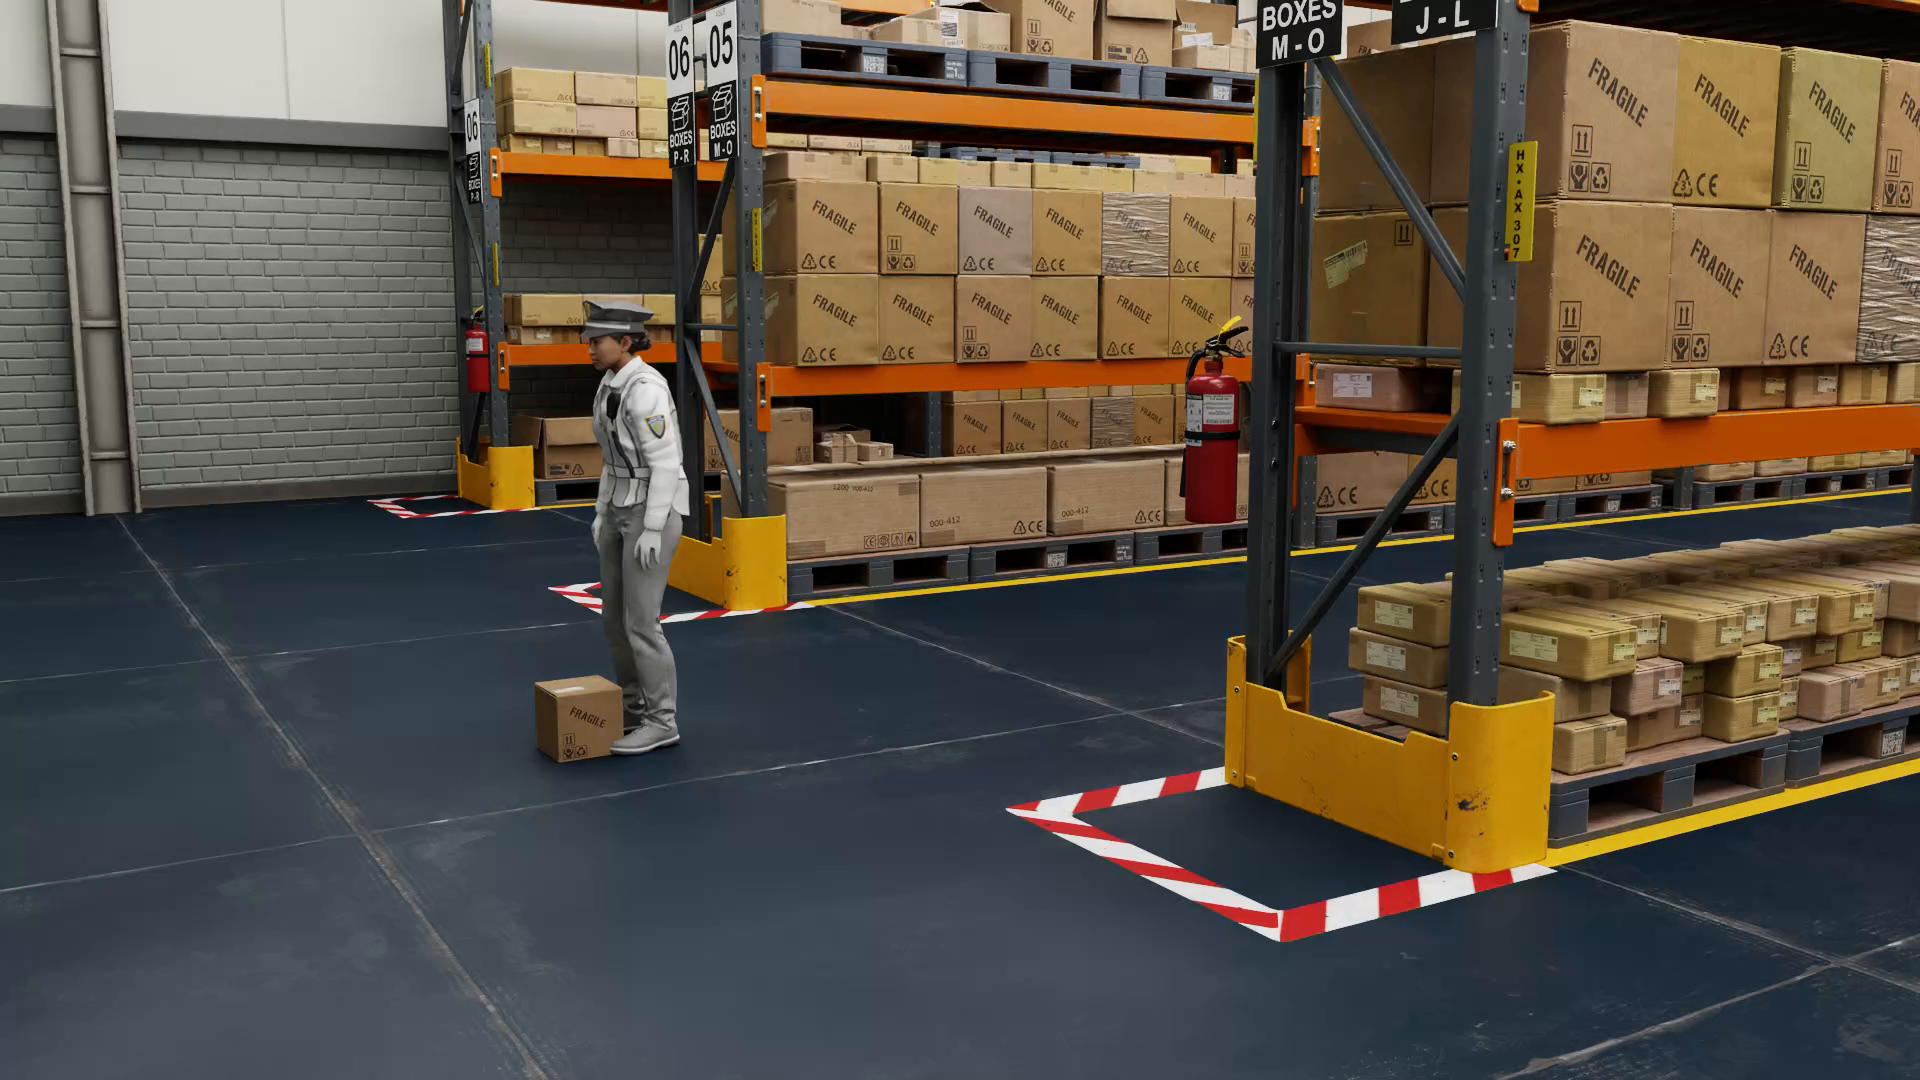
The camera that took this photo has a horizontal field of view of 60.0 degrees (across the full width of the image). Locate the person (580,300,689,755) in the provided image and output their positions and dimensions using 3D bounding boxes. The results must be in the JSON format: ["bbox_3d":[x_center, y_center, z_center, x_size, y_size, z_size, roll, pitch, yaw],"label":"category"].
[{"bbox_3d":[-1.214,-0.055,6.197,0.376,1.663,0.539,-5,10,-32],"label":"person"}]
